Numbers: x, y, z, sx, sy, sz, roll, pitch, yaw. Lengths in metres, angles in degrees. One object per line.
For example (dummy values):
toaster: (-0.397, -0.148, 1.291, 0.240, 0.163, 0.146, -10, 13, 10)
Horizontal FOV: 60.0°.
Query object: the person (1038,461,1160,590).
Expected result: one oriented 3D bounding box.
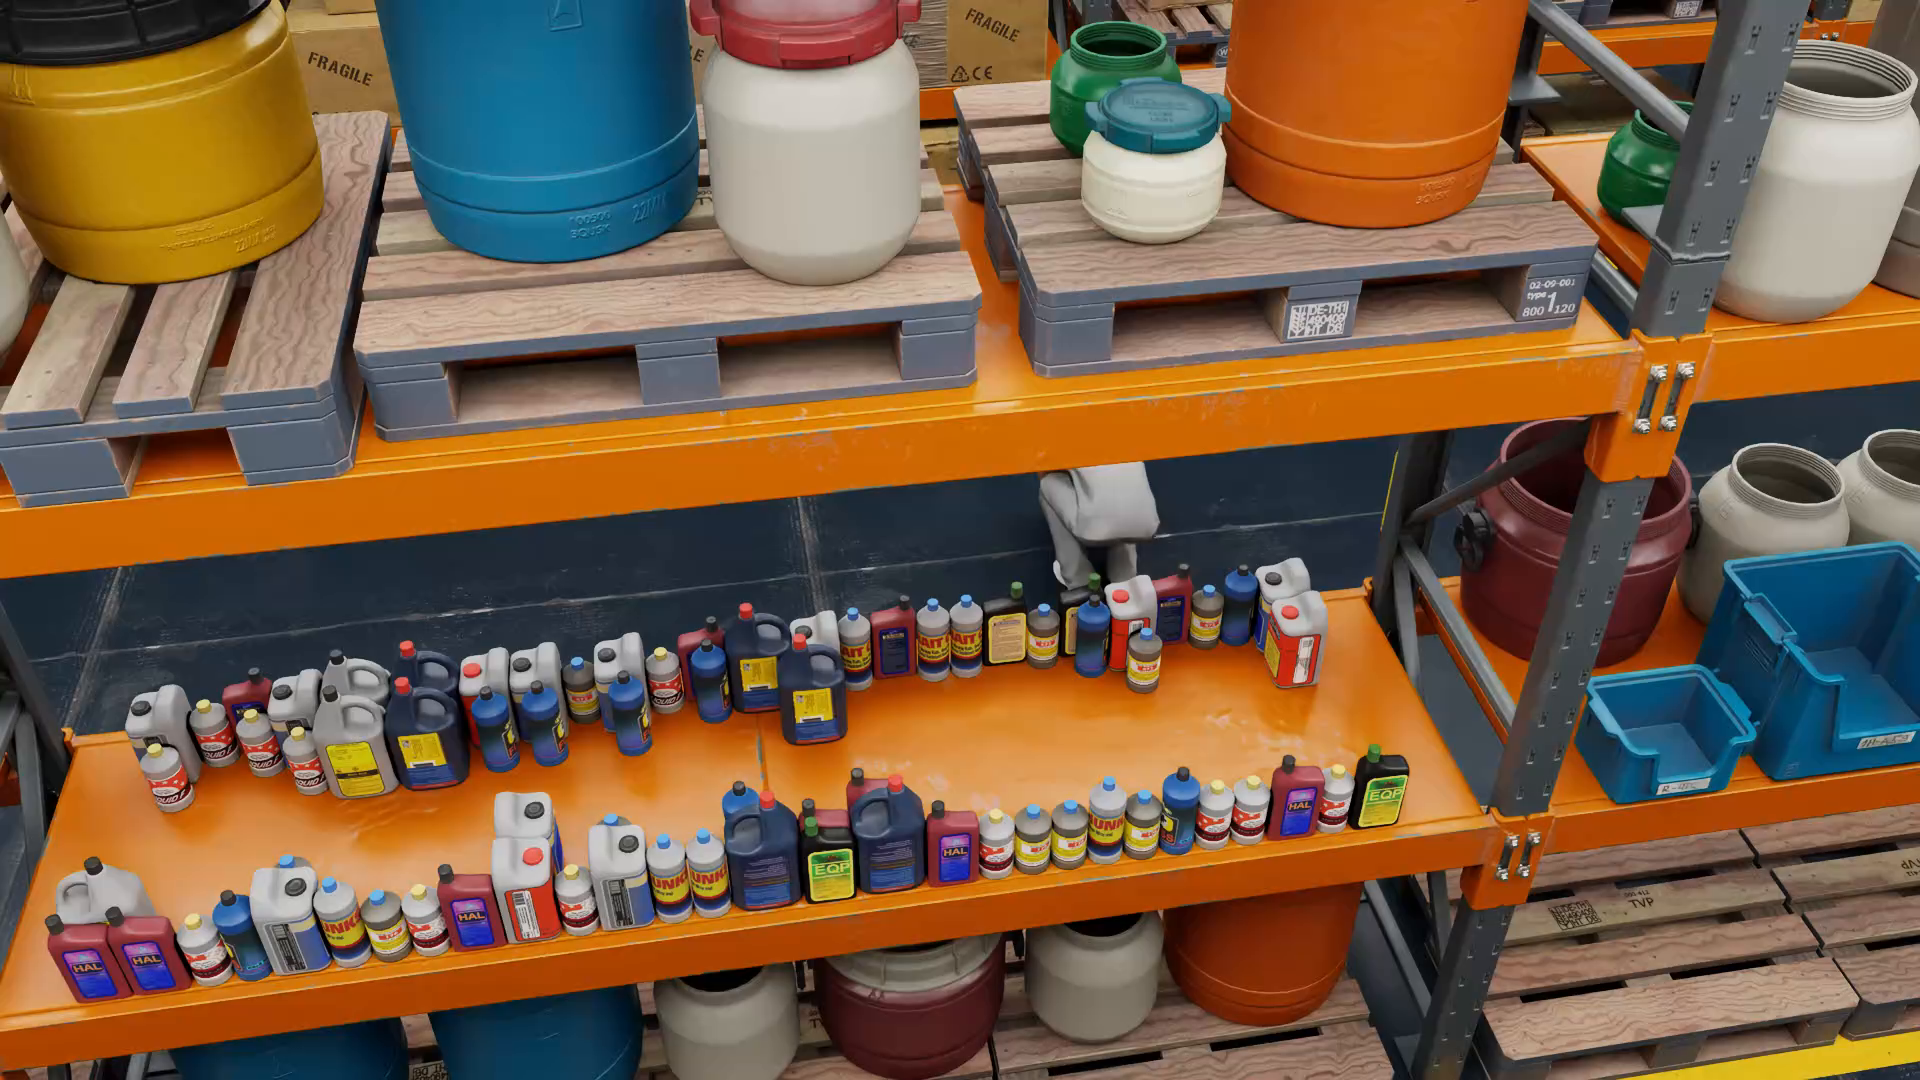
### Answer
person: (0.565, -0.231, 7.020, 0.455, 0.958, 0.794, -7, 39, -9)
